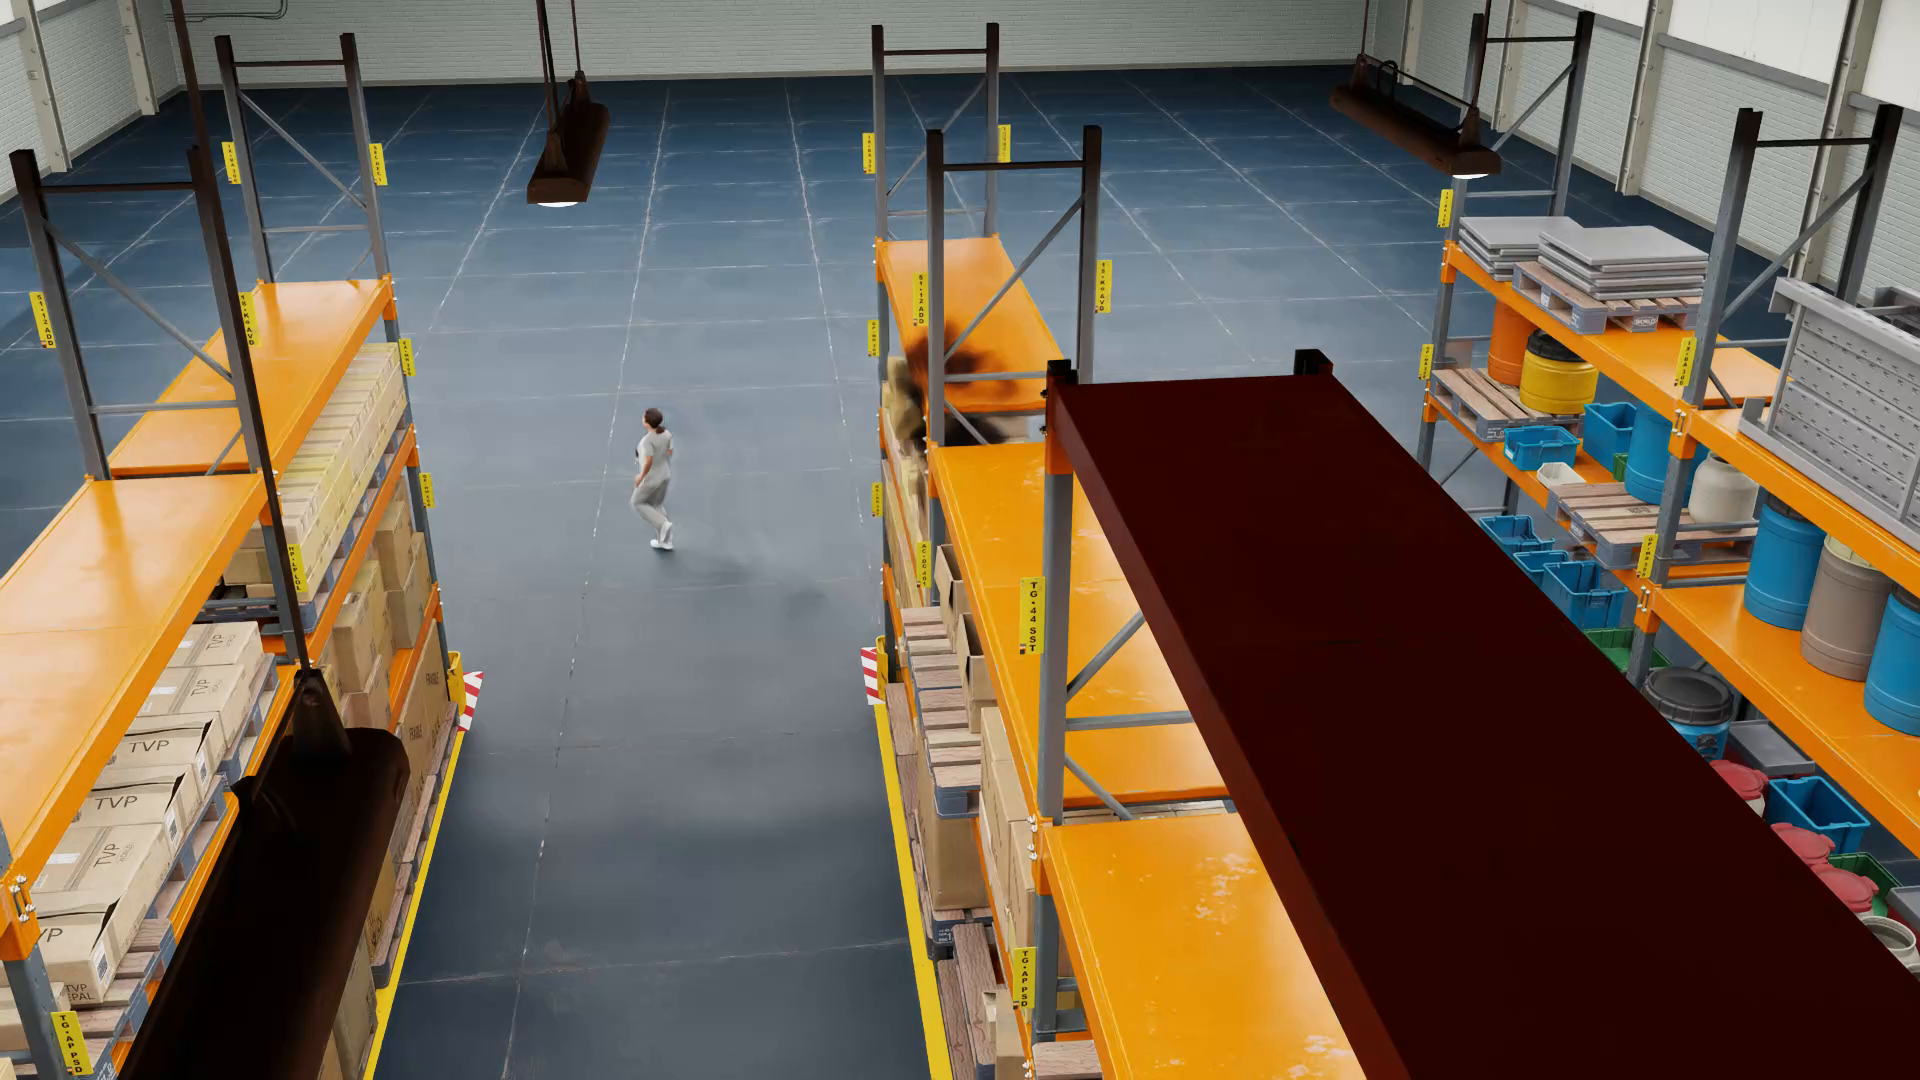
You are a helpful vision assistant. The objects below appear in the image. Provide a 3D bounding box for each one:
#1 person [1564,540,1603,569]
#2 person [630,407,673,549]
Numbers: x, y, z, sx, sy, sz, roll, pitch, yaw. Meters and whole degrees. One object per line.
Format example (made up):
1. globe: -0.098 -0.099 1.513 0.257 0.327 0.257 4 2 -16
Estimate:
1. person: 6.161 0.224 16.225 0.617 1.624 0.672 -13 28 -26
2. person: -3.330 -0.669 18.030 0.548 1.631 0.561 15 29 28
